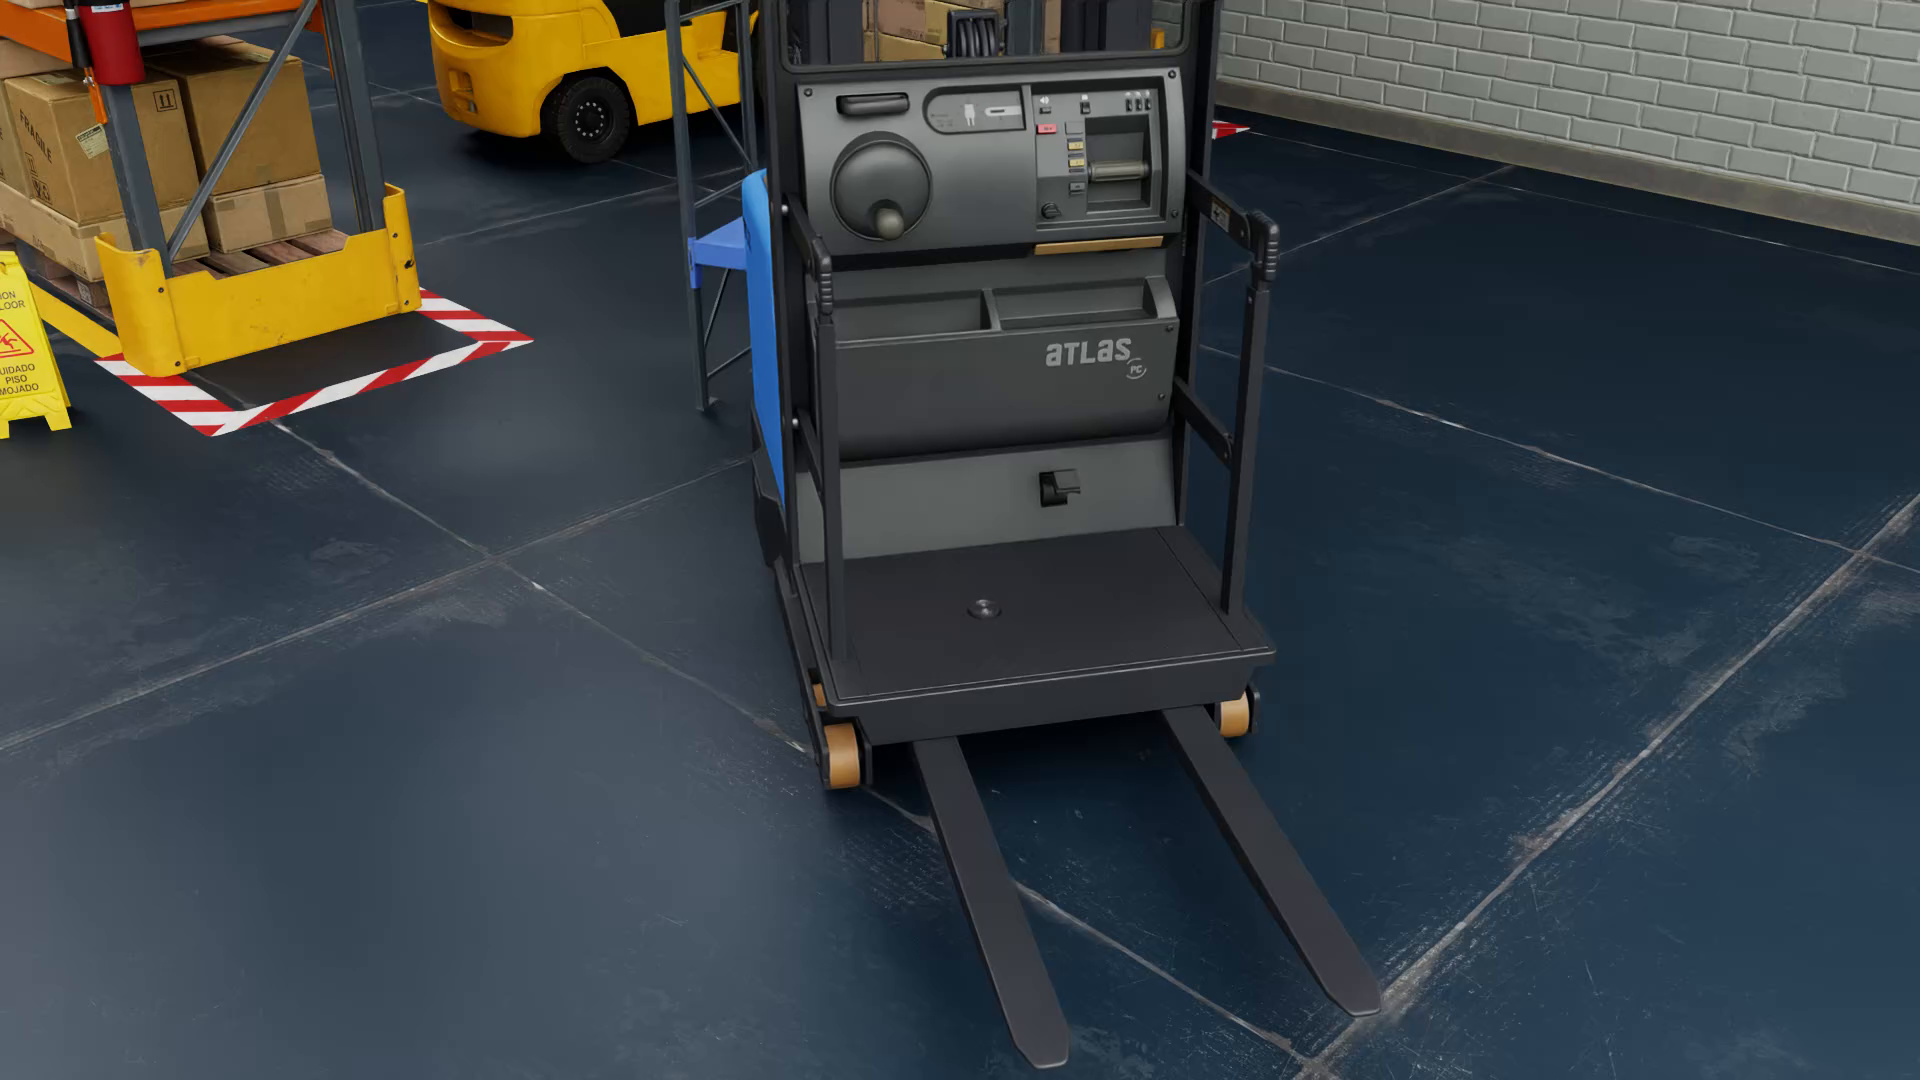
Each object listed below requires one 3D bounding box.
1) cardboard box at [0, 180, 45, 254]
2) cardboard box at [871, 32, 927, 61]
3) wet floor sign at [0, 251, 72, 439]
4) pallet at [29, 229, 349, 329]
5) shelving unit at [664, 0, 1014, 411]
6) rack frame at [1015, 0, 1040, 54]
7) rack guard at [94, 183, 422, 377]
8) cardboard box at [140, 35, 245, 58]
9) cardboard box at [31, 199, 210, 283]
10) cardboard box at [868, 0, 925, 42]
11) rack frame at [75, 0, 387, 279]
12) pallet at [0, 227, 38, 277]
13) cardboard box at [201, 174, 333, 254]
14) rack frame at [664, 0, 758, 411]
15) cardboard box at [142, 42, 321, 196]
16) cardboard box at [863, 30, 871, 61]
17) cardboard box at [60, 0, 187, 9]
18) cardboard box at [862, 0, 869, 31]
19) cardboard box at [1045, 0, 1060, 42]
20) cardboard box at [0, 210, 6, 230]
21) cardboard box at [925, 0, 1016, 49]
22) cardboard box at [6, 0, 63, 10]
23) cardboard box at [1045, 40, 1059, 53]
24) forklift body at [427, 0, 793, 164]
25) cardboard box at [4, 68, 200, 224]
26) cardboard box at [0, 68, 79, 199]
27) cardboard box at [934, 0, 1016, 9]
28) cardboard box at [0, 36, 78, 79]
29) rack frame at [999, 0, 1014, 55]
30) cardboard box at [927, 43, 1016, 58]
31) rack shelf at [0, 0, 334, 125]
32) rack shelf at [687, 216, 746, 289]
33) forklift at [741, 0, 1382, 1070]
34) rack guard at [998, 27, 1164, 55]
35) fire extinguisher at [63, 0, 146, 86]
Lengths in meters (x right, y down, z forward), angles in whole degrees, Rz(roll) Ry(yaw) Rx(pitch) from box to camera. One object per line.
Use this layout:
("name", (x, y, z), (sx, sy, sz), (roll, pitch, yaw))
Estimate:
("cardboard box", (-3.899, -1.486, 7.356), (0.500, 0.250, 0.500), (25, 37, 39))
("cardboard box", (-0.197, -3.002, 10.239), (0.500, 0.250, 0.500), (25, 36, 38))
("wet floor sign", (-3.385, -0.712, 5.910), (0.267, 0.644, 0.232), (-13, 30, -22))
("pallet", (-3.379, -1.238, 7.378), (1.213, 0.211, 1.003), (25, 36, 38))
("shelving unit", (-0.399, -1.158, 5.840), (1.048, 1.500, 0.538), (11, 30, 20))
("rack frame", (0.707, -3.819, 9.290), (0.127, 3.000, 1.000), (25, 36, 38))
("rack guard", (-2.824, -1.089, 6.784), (0.348, 0.500, 1.175), (25, 36, 38))
("cardboard box", (-3.545, -2.003, 7.534), (0.500, 0.500, 0.500), (23, 35, 37))
("cardboard box", (-3.552, -1.322, 7.044), (0.500, 0.250, 0.500), (24, 36, 38))
("cardboard box", (-0.209, -3.232, 10.139), (0.500, 0.250, 0.500), (24, 36, 38))
("rack frame", (-2.770, -2.171, 6.155), (0.127, 3.000, 1.000), (25, 36, 38))
("pallet", (-4.245, -1.636, 8.135), (1.213, 0.211, 1.003), (25, 36, 38))
("cardboard box", (-3.151, -1.495, 7.372), (0.500, 0.250, 0.500), (24, 36, 38))
("rack frame", (-0.866, -1.251, 6.017), (0.032, 1.500, 0.500), (11, 30, 20))
("cardboard box", (-3.169, -1.834, 7.212), (0.500, 0.500, 0.500), (23, 36, 37))
("cardboard box", (-0.548, -3.168, 10.555), (0.500, 0.250, 0.500), (-25, 37, -39))
("cardboard box", (-3.187, -2.111, 6.311), (0.380, 0.149, 0.250), (-24, 36, -38))
("cardboard box", (-0.592, -3.393, 10.446), (0.500, 0.250, 0.500), (24, 36, 37))
("cardboard box", (0.518, -3.232, 10.139), (0.500, 0.250, 0.500), (-25, 36, -38))
("cardboard box", (-4.276, -1.655, 7.677), (0.500, 0.250, 0.500), (23, 35, 37))
("cardboard box", (0.141, -3.064, 9.821), (0.500, 0.250, 0.500), (24, 36, 38))
("cardboard box", (-3.445, -2.156, 6.398), (0.250, 0.149, 0.380), (24, 36, 38))
("cardboard box", (0.494, -3.013, 10.261), (0.500, 0.250, 0.500), (25, 37, 39))
("forklift body", (-1.924, -3.457, 9.513), (1.214, 2.155, 2.313), (25, 36, 38))
("cardboard box", (-3.524, -1.646, 6.855), (0.500, 0.500, 0.500), (25, 37, 39))
("cardboard box", (-3.899, -1.815, 7.177), (0.500, 0.500, 0.500), (-24, 36, -37))
("cardboard box", (0.160, -3.277, 9.689), (0.500, 0.250, 0.500), (-24, 36, -38))
("cardboard box", (-3.833, -2.031, 6.890), (0.380, 0.149, 0.250), (-24, 36, -38))
("rack frame", (0.068, -1.064, 5.662), (0.032, 1.500, 0.500), (11, 30, 20))
("cardboard box", (0.151, -2.836, 9.925), (0.500, 0.250, 0.500), (25, 37, 39))
("rack shelf", (-4.196, -2.505, 7.564), (4.000, 0.370, 1.077), (25, 36, 38))
("rack shelf", (-0.399, -0.998, 5.924), (1.000, 0.185, 0.538), (11, 30, 20))
("forklift", (0.133, -0.876, 3.766), (1.130, 2.935, 3.031), (-6, 28, -11))
("rack guard", (0.724, -2.705, 9.857), (0.348, 0.500, 1.175), (25, 36, 38))
("fire extinguisher", (-3.012, -1.946, 5.811), (0.183, 0.674, 0.296), (25, 36, 38))
